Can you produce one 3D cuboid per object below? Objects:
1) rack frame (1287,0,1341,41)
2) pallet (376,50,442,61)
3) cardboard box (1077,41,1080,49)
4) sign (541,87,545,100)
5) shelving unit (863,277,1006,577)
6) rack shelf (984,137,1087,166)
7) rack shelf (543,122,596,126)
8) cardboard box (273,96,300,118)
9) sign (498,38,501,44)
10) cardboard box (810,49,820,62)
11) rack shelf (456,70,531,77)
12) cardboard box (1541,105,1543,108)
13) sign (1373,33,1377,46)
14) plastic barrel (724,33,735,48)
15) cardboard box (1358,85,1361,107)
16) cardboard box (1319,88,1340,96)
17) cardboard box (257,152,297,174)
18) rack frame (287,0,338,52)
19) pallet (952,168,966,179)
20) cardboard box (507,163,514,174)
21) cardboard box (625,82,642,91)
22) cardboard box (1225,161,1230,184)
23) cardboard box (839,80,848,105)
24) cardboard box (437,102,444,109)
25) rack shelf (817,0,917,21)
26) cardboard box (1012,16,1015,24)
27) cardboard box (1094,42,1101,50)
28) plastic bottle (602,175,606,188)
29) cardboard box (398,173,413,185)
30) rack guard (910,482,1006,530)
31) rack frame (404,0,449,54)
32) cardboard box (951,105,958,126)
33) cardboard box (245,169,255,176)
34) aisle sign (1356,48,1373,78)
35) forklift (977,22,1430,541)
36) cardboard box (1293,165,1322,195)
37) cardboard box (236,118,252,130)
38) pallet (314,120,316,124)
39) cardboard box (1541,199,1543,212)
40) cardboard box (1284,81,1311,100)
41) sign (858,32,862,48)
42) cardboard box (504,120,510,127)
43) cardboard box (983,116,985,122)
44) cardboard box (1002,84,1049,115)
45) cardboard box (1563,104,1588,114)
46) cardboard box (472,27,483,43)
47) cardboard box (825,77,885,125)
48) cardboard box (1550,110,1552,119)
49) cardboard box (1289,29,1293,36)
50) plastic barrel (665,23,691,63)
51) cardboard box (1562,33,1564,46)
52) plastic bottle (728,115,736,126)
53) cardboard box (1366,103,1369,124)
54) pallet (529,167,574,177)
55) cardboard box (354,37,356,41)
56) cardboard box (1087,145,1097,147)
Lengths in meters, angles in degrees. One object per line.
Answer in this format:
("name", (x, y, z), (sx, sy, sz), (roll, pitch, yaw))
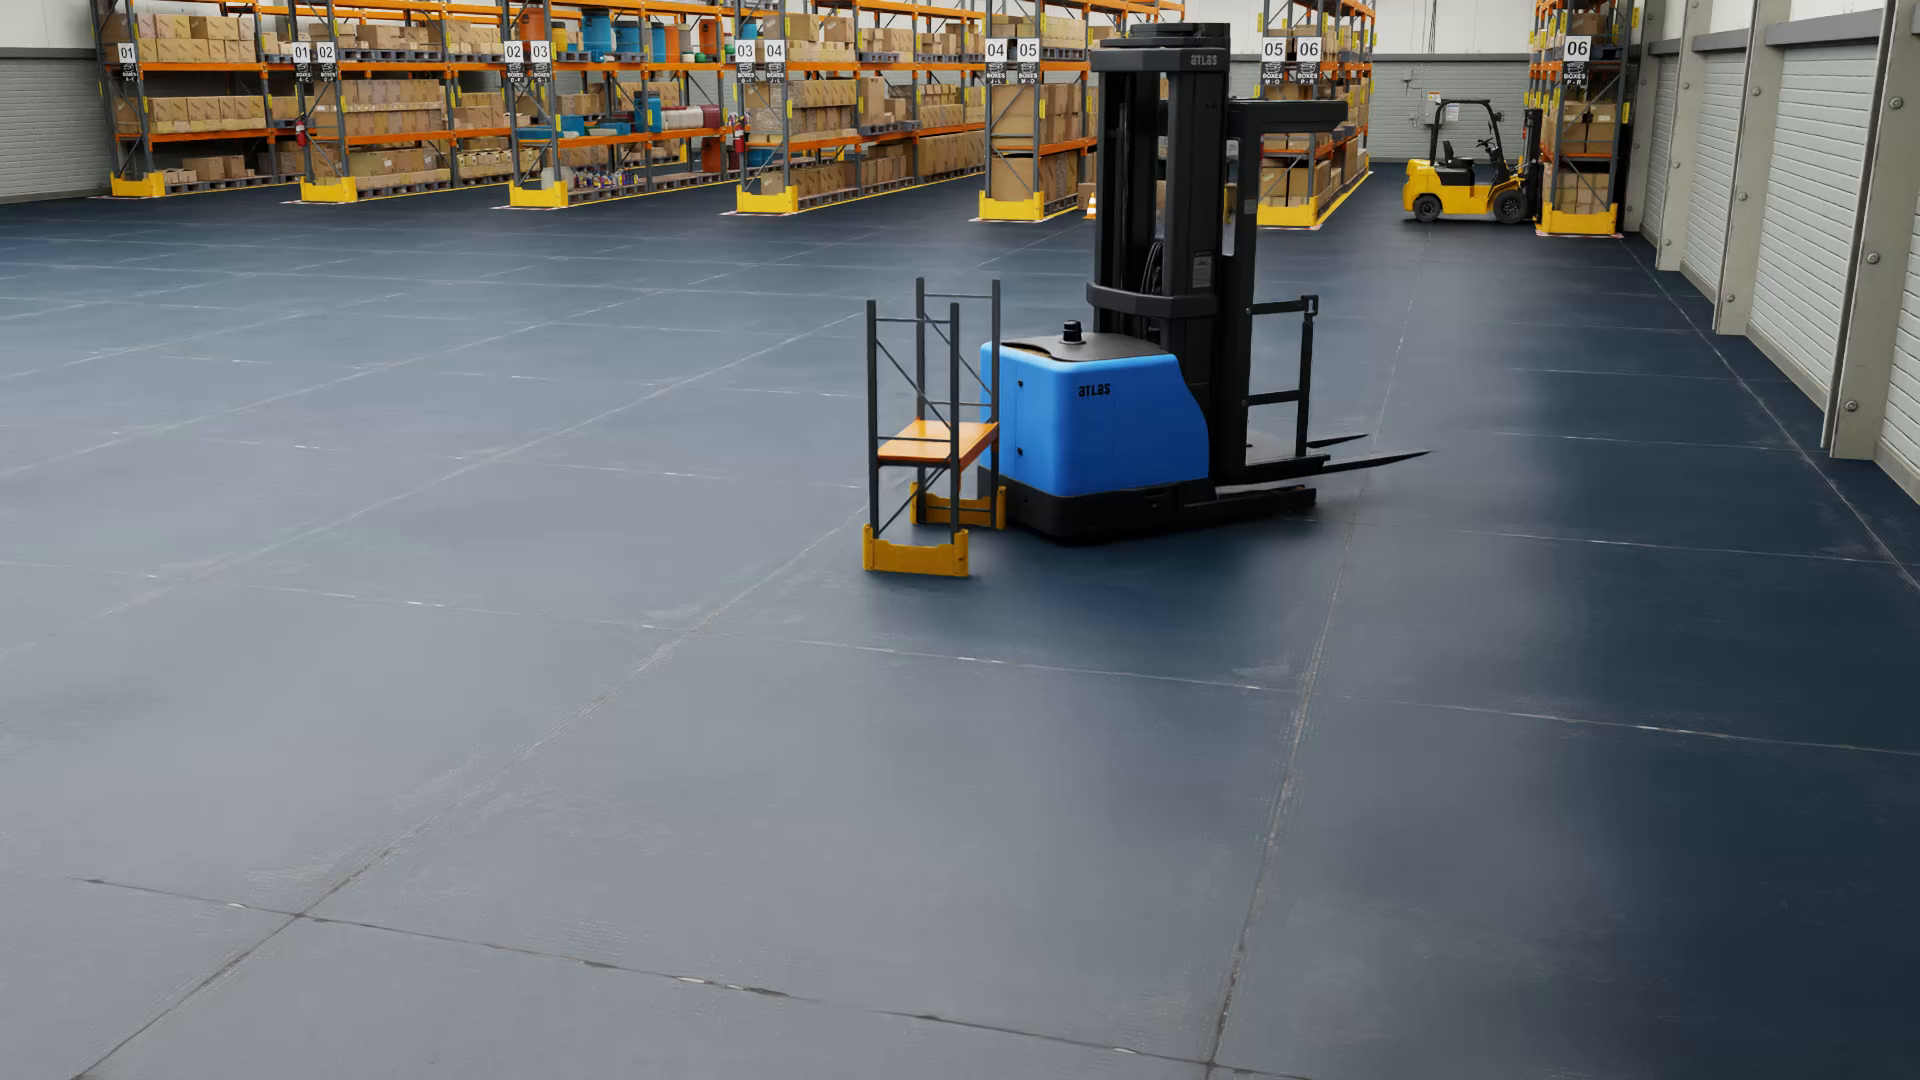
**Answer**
("rack frame", (6.871, -10.986, 32.070), (1.000, 3.000, 0.127), (5, 16, 16))
("pallet", (-12.344, -10.813, 37.119), (1.003, 0.211, 1.213), (5, 16, 16))
("cardboard box", (2.156, -9.776, 32.808), (0.380, 0.149, 0.250), (5, 17, 17))
("sign", (-10.457, -11.199, 41.693), (0.100, 0.325, 0.005), (5, 16, 16))
("shelving unit", (-0.129, -0.677, 9.468), (0.587, 1.500, 1.083), (4, 16, 13))
("rack shelf", (1.528, -7.588, 32.402), (1.077, 0.370, 4.000), (5, 16, 16))
("rack shelf", (-10.422, -10.861, 43.942), (1.077, 0.370, 4.000), (5, 16, 16))
("cardboard box", (-16.534, -10.556, 40.561), (0.700, 0.500, 0.500), (6, 17, 22))
("sign", (-11.510, -12.418, 41.670), (0.100, 0.325, 0.005), (5, 16, 16))
("cardboard box", (-3.097, -9.563, 32.826), (0.500, 0.250, 0.500), (5, 16, 16))
("rack shelf", (-14.036, -13.734, 48.573), (1.077, 0.370, 4.000), (5, 16, 16))
("cardboard box", (12.321, -8.992, 34.662), (0.380, 0.149, 0.250), (5, 17, 17))
("sign", (10.798, -13.024, 43.277), (0.100, 0.325, 0.005), (5, 16, 16))
("plastic barrel", (-5.883, -12.485, 41.833), (0.433, 0.535, 0.433), (0, 16, 0))
("cardboard box", (9.259, -10.585, 39.637), (0.500, 0.500, 0.500), (5, 17, 18))
("cardboard box", (7.344, -8.901, 33.026), (0.380, 0.149, 0.250), (5, 16, 16))
("cardboard box", (-16.684, -9.223, 40.625), (0.700, 0.500, 0.500), (5, 17, 18))
("rack frame", (-13.264, -11.477, 33.802), (1.000, 3.000, 0.127), (5, 16, 16))
("pallet", (-0.504, -9.412, 42.625), (1.003, 0.211, 1.213), (5, 16, 16))
("cardboard box", (-11.195, -9.140, 40.826), (0.500, 0.250, 0.500), (5, 17, 17))
("cardboard box", (-9.157, -12.630, 46.846), (0.500, 0.500, 0.500), (4, 16, 14))
("cardboard box", (5.156, -7.392, 33.585), (0.500, 0.500, 0.500), (5, 16, 16))
("cardboard box", (-2.635, -9.270, 34.455), (0.500, 0.500, 0.500), (5, 16, 16))
("cardboard box", (-11.999, -9.910, 37.898), (0.380, 0.149, 0.250), (5, 16, 16))
("rack shelf", (-2.062, -11.739, 36.777), (1.077, 0.370, 4.000), (5, 16, 16))
("cardboard box", (0.803, -9.546, 30.538), (0.380, 0.149, 0.250), (5, 17, 16))
("cardboard box", (2.744, -10.376, 34.924), (0.380, 0.149, 0.250), (5, 16, 16))
("plastic bottle", (-7.604, -7.645, 35.478), (0.097, 0.271, 0.097), (0, 16, 0))
("cardboard box", (-12.470, -7.985, 36.755), (0.500, 0.250, 0.500), (5, 16, 16))
("rack guard", (-0.013, -0.208, 10.104), (0.587, 0.250, 0.087), (4, 16, 13))
("rack frame", (-12.127, -12.523, 37.491), (1.000, 3.000, 0.127), (5, 16, 16))
("cardboard box", (-0.375, -10.737, 42.003), (0.500, 0.500, 0.500), (5, 17, 18))
("cardboard box", (-17.001, -8.727, 39.485), (0.380, 0.166, 0.250), (2, 16, 9))
("aisle sign", (10.599, -12.485, 43.584), (0.394, 0.787, 0.004), (5, 16, 16))
("forklift", (1.651, -1.670, 10.345), (3.031, 2.935, 1.130), (-8, 18, -27))
("cardboard box", (6.380, -6.626, 30.588), (0.500, 0.500, 0.500), (4, 16, 14))
("cardboard box", (-16.871, -9.681, 38.701), (0.500, 0.250, 0.500), (5, 17, 16))
("pallet", (-15.841, -10.780, 42.690), (1.213, 0.211, 1.003), (5, 16, 16))
("cardboard box", (10.627, -5.955, 29.598), (0.500, 0.250, 0.500), (5, 17, 16))
("cardboard box", (6.143, -8.269, 30.925), (0.700, 0.500, 0.500), (5, 16, 16))
("sign", (-2.108, -10.520, 34.977), (0.100, 0.325, 0.005), (5, 16, 16))
("cardboard box", (-11.299, -10.225, 40.842), (0.380, 0.149, 0.250), (6, 17, 20))
("cardboard box", (0.488, -11.300, 44.631), (0.380, 0.149, 0.250), (4, 16, 14))
("cardboard box", (1.170, -8.247, 31.155), (0.875, 0.550, 0.550), (5, 16, 16))
("cardboard box", (10.394, -7.283, 28.091), (0.380, 0.149, 0.250), (5, 16, 16))
("cardboard box", (-13.992, -14.395, 47.534), (0.500, 0.500, 0.500), (4, 16, 15))
("cardboard box", (-2.270, -9.556, 36.153), (1.000, 1.000, 1.000), (5, 17, 16))
("cardboard box", (10.952, -7.747, 30.275), (0.380, 0.149, 0.250), (4, 16, 15))
("cardboard box", (5.658, -8.935, 29.335), (0.380, 0.149, 0.250), (5, 17, 17))
("plastic barrel", (-6.684, -11.785, 39.466), (0.600, 0.901, 0.600), (0, 16, 0))
("cardboard box", (10.511, -8.604, 28.465), (0.396, 0.266, 0.258), (5, 16, 16))
("plastic bottle", (-5.678, -10.448, 41.396), (0.152, 0.276, 0.135), (5, 16, 16))
("cardboard box", (10.398, -11.140, 43.426), (0.500, 0.500, 0.500), (5, 17, 16))
("pallet", (-10.742, -9.535, 43.058), (1.003, 0.211, 1.213), (5, 16, 16))
("cardboard box", (-13.189, -10.553, 35.289), (0.500, 0.250, 0.500), (5, 16, 16))
("cardboard box", (3.176, -9.063, 38.722), (0.500, 0.250, 0.500), (4, 16, 15))
